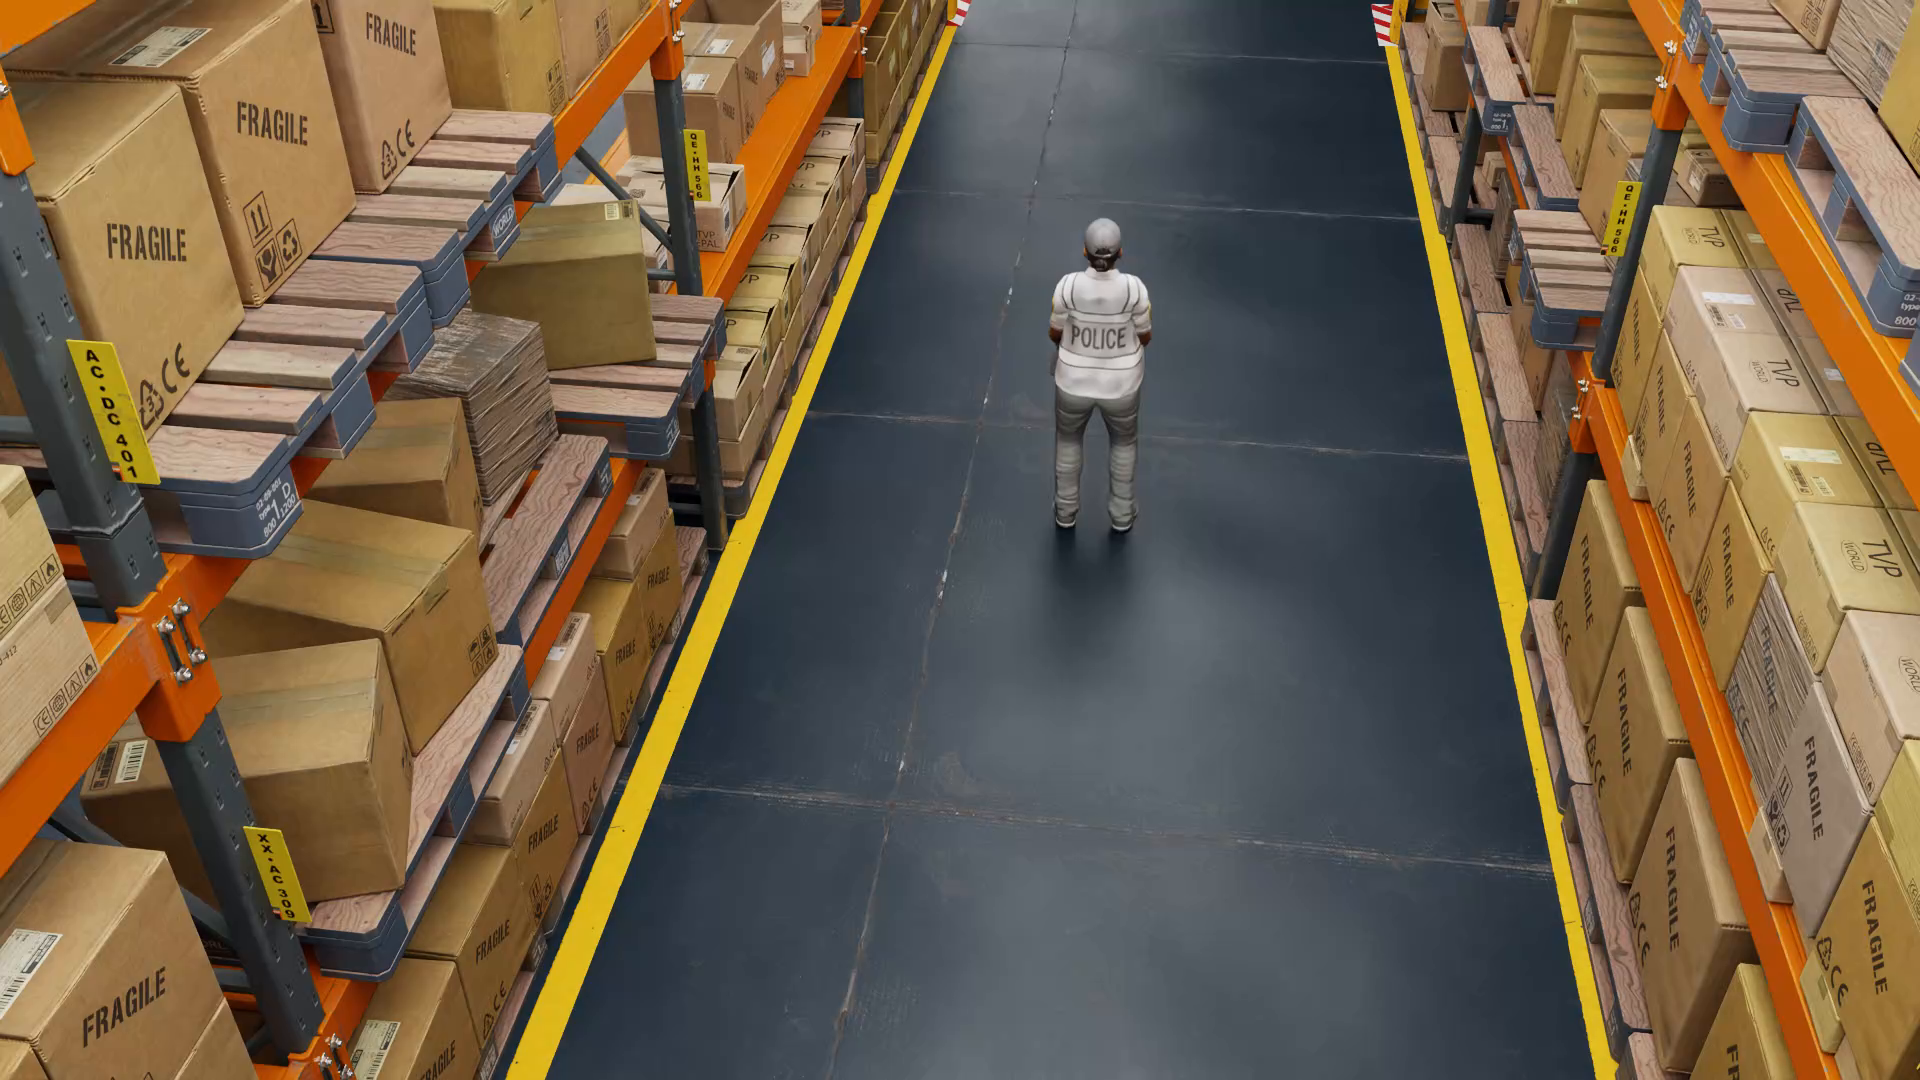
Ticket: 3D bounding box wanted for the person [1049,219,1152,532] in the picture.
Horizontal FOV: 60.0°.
[{"bbox_3d":[0.674,-0.803,8.120,0.493,1.671,0.490,4,37,5],"label":"person"}]
